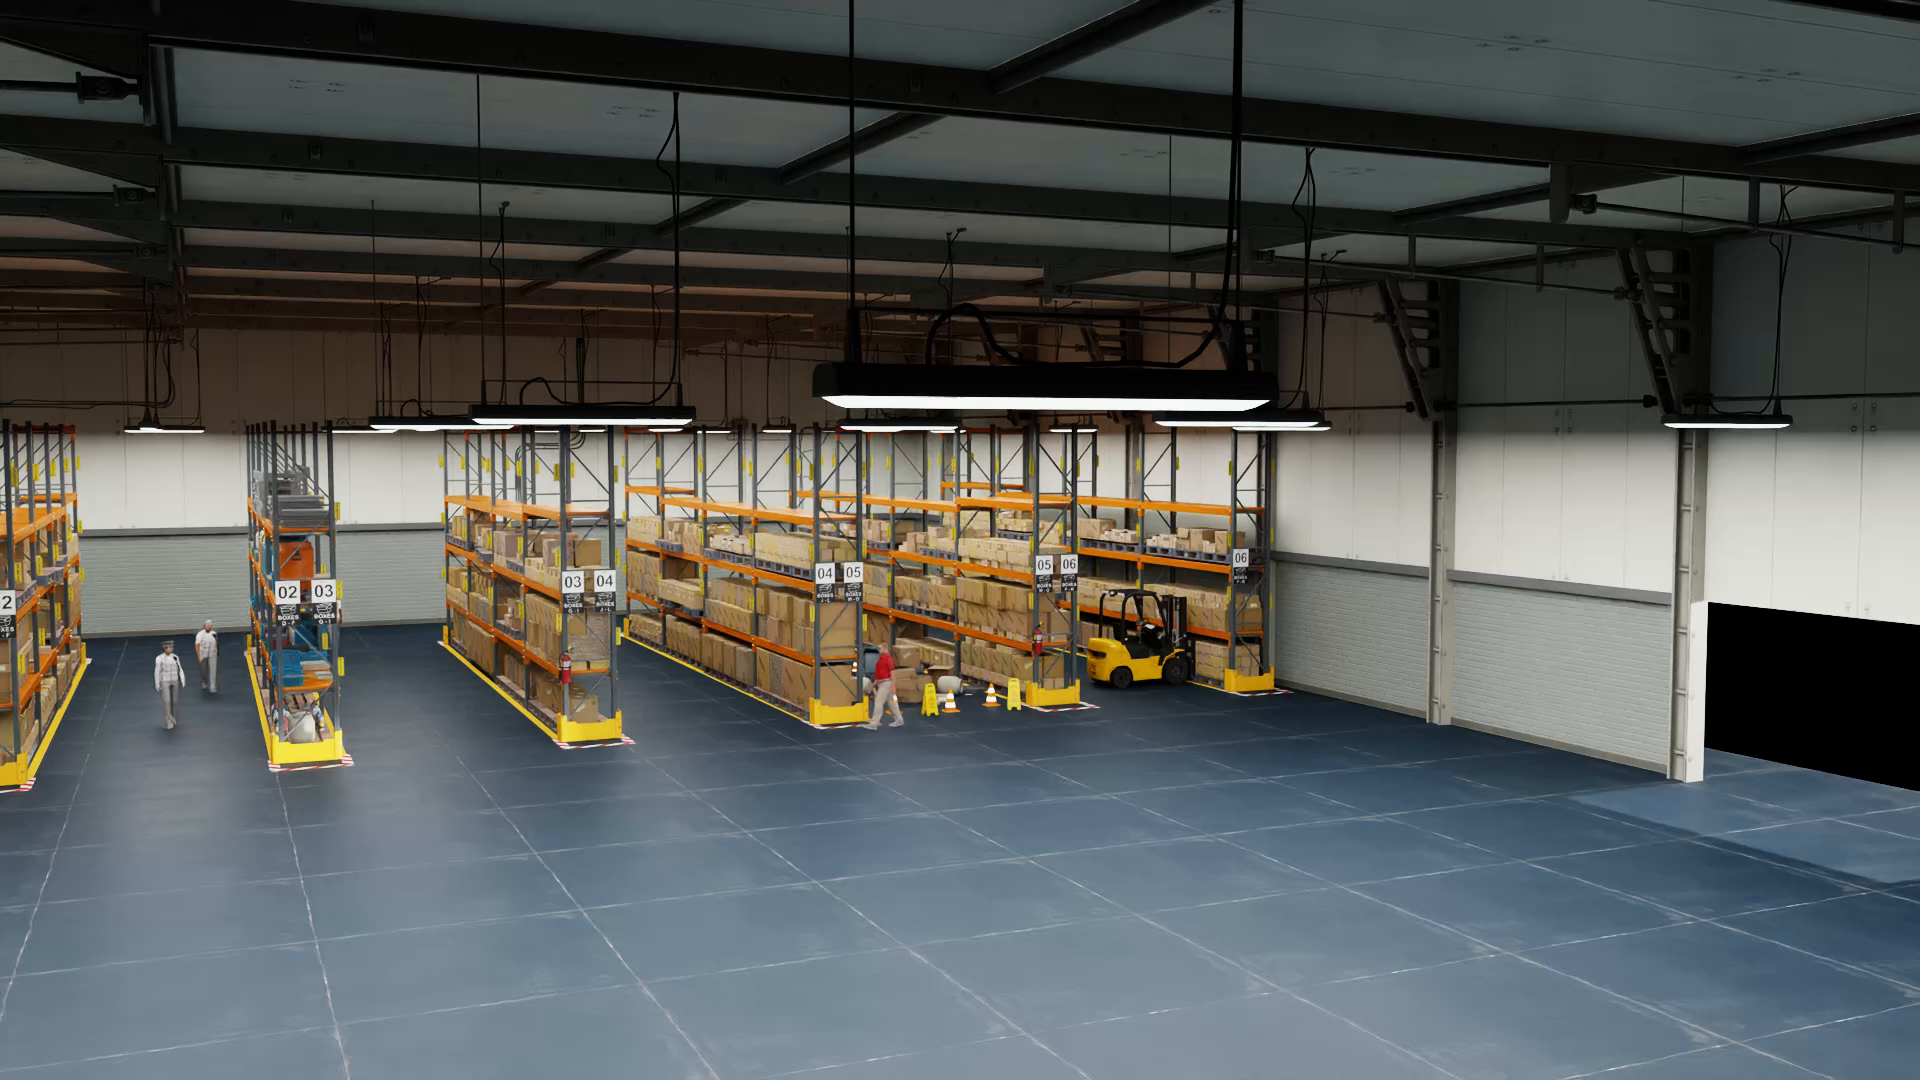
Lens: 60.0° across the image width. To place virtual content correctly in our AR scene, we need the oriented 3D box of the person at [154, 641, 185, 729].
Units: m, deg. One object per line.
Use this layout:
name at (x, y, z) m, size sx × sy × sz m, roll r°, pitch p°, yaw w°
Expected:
person at (-15.572, 2.847, 32.848) m, size 0.514 × 1.698 × 0.674 m, roll -4°, pitch 5°, yaw -45°

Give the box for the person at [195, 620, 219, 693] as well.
person at (-16.813, 2.583, 37.146) m, size 0.487 × 1.595 × 1.031 m, roll -2°, pitch 4°, yaw -26°

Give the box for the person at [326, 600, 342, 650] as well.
person at (-16.813, 2.112, 44.570) m, size 0.463 × 1.652 × 0.819 m, roll -2°, pitch 4°, yaw -25°

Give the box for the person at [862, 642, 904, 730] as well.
person at (-1.516, 2.843, 32.480) m, size 0.909 × 1.691 × 0.550 m, roll -1°, pitch 4°, yaw -14°
